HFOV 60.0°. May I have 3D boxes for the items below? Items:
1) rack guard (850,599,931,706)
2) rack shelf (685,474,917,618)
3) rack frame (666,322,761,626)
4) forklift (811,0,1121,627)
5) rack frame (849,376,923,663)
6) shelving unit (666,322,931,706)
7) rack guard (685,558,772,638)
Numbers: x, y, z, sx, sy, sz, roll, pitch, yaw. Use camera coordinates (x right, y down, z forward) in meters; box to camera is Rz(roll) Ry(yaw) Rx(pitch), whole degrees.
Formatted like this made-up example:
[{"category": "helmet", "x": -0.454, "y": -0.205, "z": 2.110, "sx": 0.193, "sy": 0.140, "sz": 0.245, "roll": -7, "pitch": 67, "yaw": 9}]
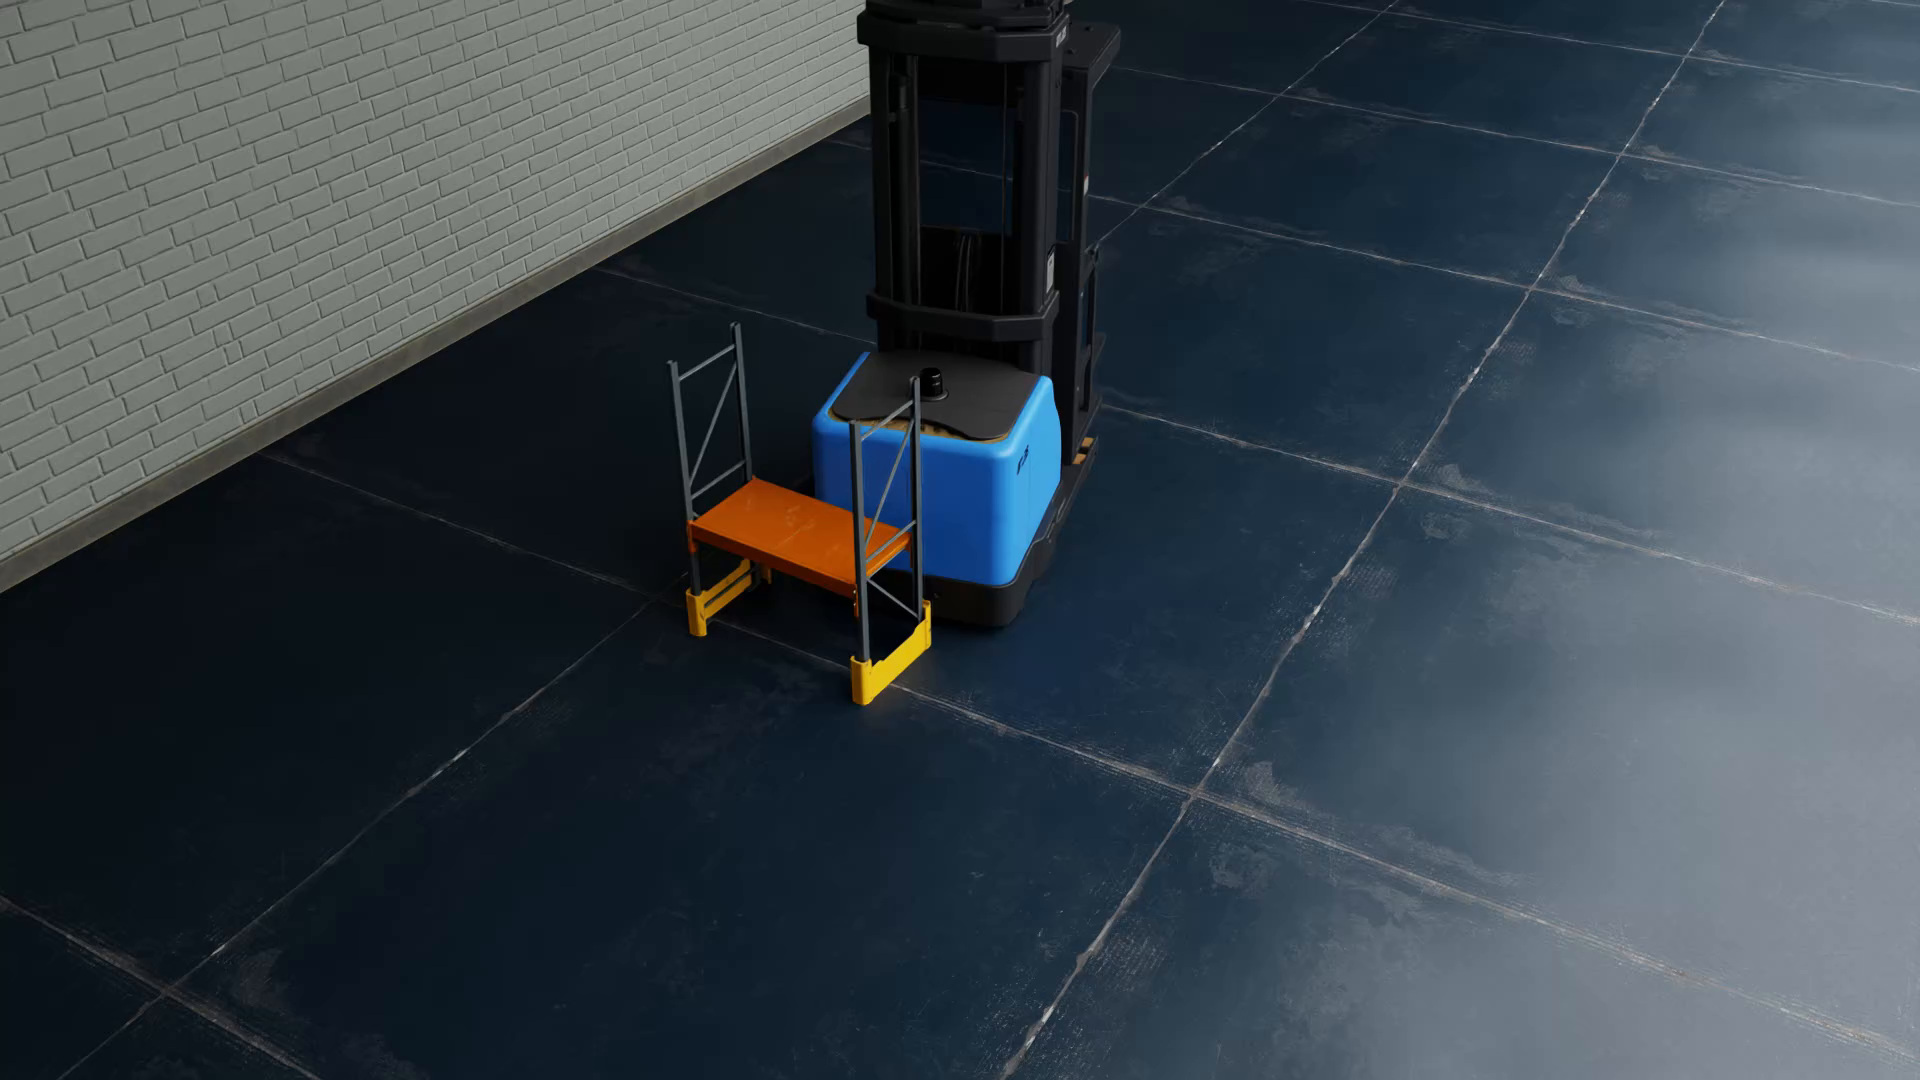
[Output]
[{"category": "rack guard", "x": -0.327, "y": 0.534, "z": 7.994, "sx": 0.087, "sy": 0.250, "sz": 0.587, "roll": 19, "pitch": 38, "yaw": 26}, {"category": "rack shelf", "x": -0.755, "y": 0.013, "z": 7.973, "sx": 1.000, "sy": 0.185, "sz": 0.538, "roll": 19, "pitch": 38, "yaw": 26}, {"category": "rack frame", "x": -1.185, "y": -0.288, "z": 8.100, "sx": 0.032, "sy": 1.500, "sz": 0.500, "roll": 19, "pitch": 38, "yaw": 26}, {"category": "forklift", "x": 0.176, "y": -1.603, "z": 8.783, "sx": 1.130, "sy": 2.935, "sz": 3.031, "roll": 9, "pitch": 35, "yaw": 14}, {"category": "rack frame", "x": -0.326, "y": 0.014, "z": 7.647, "sx": 0.032, "sy": 1.500, "sz": 0.500, "roll": 19, "pitch": 38, "yaw": 26}, {"category": "shelving unit", "x": -0.748, "y": -0.134, "z": 7.869, "sx": 1.083, "sy": 1.500, "sz": 0.587, "roll": 19, "pitch": 38, "yaw": 26}, {"category": "rack guard", "x": -1.168, "y": 0.238, "z": 8.438, "sx": 0.087, "sy": 0.250, "sz": 0.587, "roll": 19, "pitch": 38, "yaw": 26}]
